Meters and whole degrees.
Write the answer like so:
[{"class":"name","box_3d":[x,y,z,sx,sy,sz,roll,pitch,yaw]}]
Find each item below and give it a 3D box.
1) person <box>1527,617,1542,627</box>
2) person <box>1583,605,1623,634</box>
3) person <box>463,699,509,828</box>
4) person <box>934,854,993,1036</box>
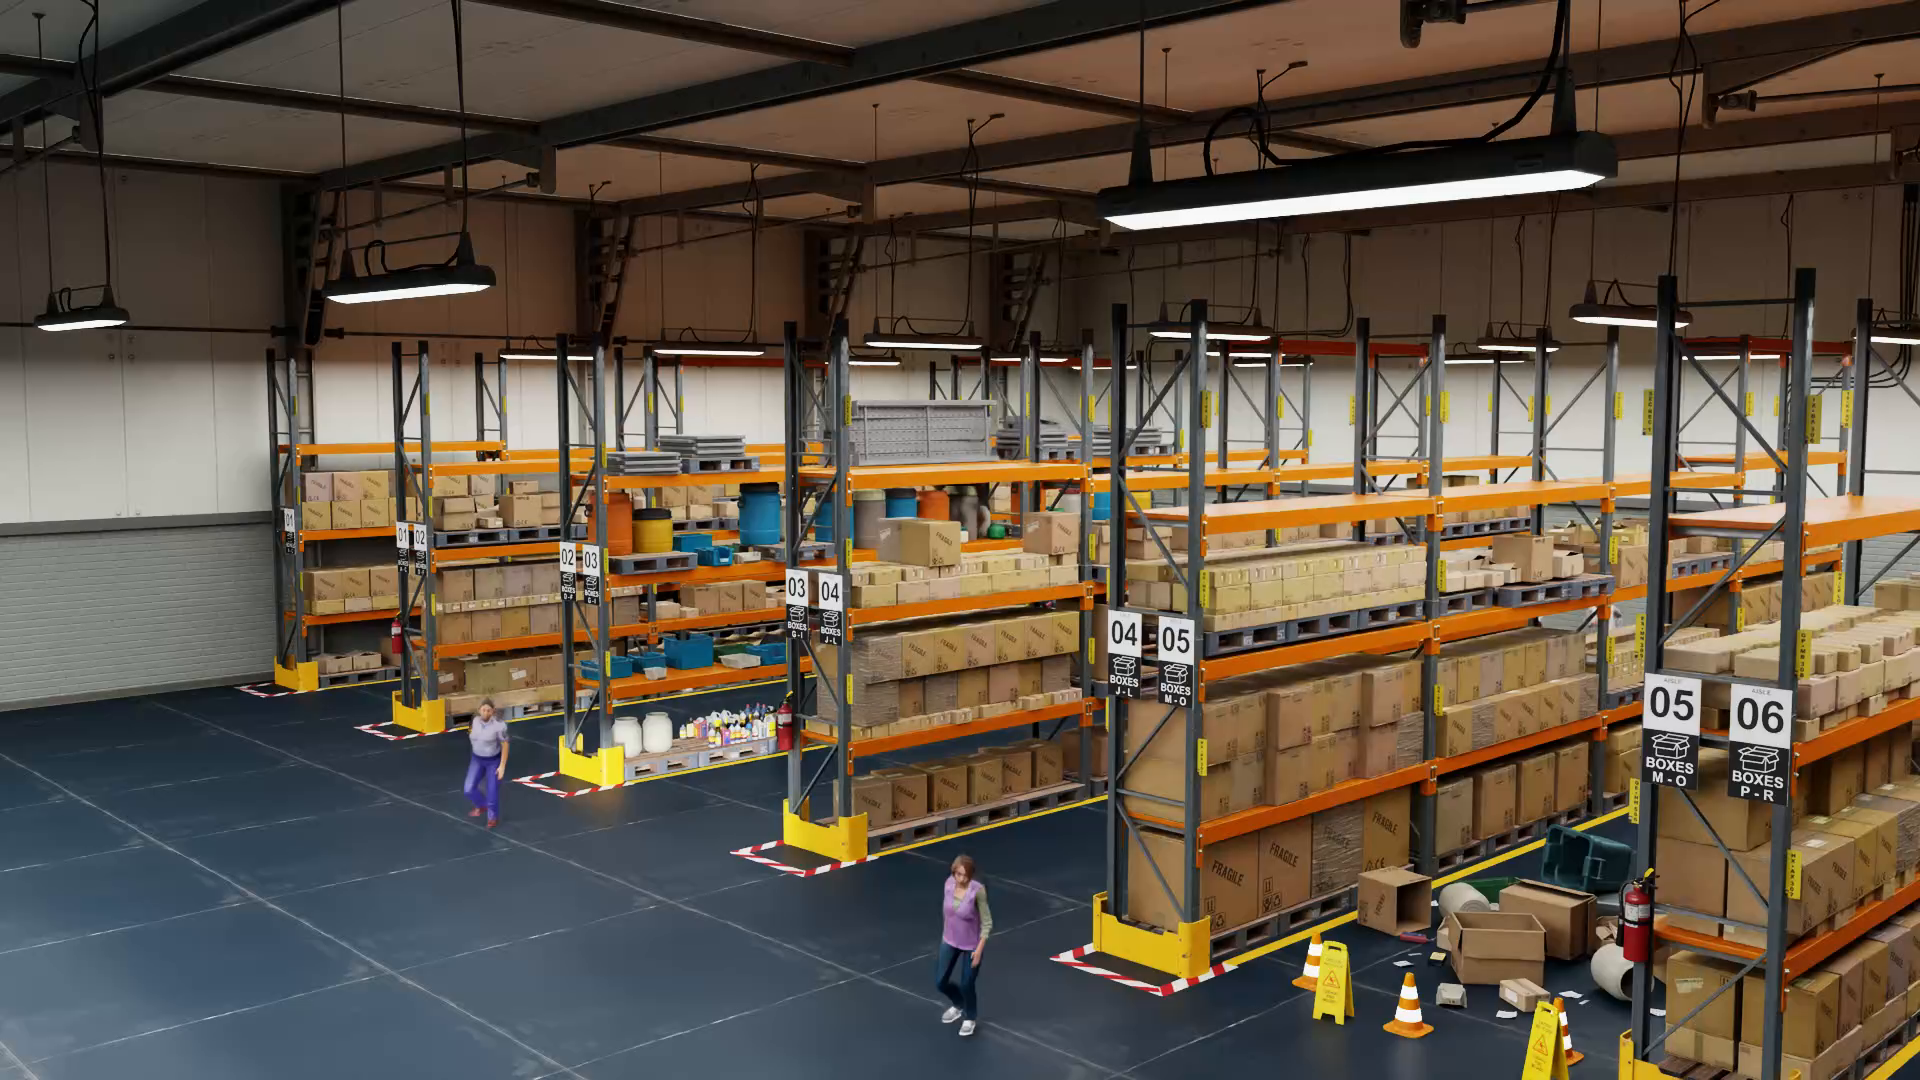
[{"class":"person","box_3d":[9.013,2.024,26.073,0.791,1.784,0.668,-5,7,-44]},{"class":"person","box_3d":[11.289,1.751,29.242,0.638,1.833,0.849,3,6,28]},{"class":"person","box_3d":[-5.649,2.659,19.880,0.650,1.598,0.550,1,5,11]},{"class":"person","box_3d":[0.030,3.245,13.306,0.544,1.547,0.603,2,5,23]}]
